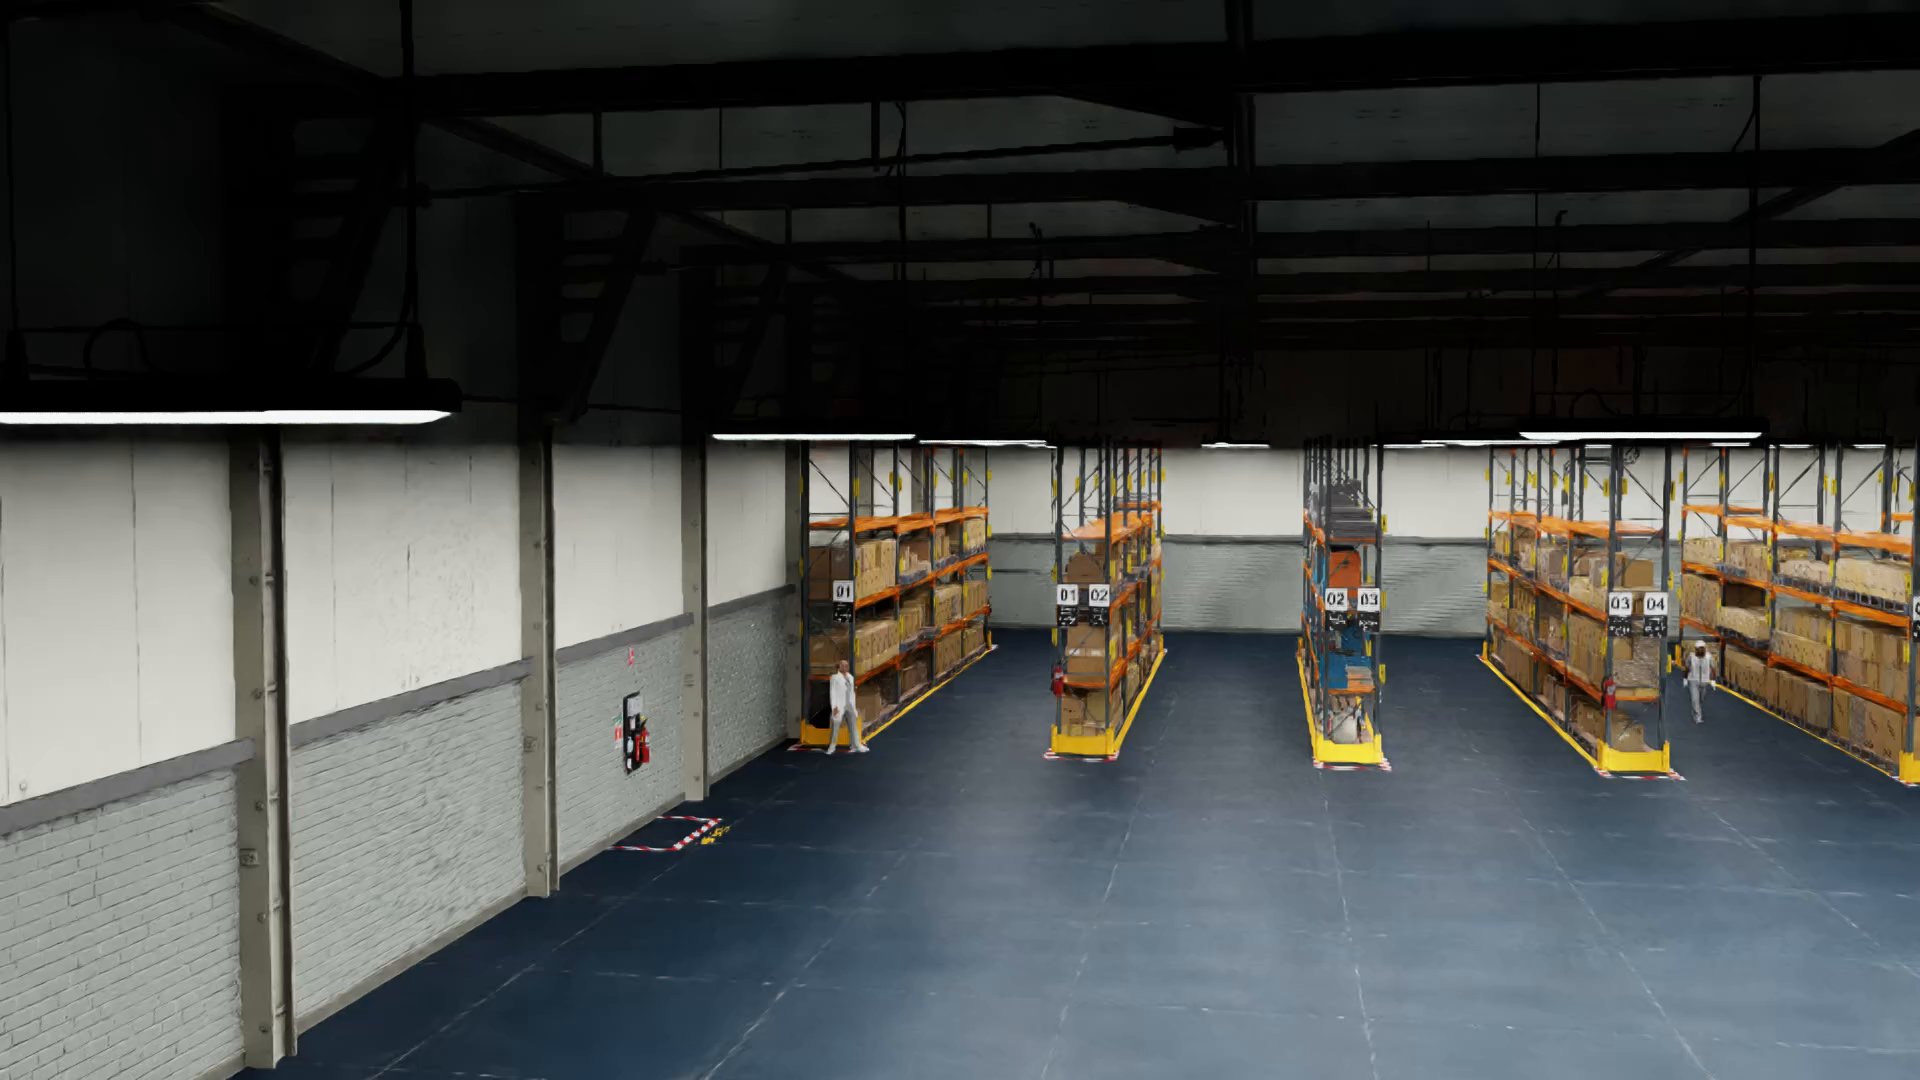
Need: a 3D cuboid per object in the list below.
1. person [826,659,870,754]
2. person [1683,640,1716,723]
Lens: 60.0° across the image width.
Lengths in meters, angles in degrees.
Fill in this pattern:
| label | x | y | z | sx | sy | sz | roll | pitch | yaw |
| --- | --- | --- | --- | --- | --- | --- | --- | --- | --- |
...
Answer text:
| label | x | y | z | sx | sy | sz | roll | pitch | yaw |
| --- | --- | --- | --- | --- | --- | --- | --- | --- | --- |
| person | -2.164 | 3.125 | 31.309 | 0.771 | 1.769 | 0.578 | -3 | 4 | -42 |
| person | 15.582 | 2.963 | 34.997 | 0.577 | 1.733 | 1.042 | 0 | 3 | 9 |
